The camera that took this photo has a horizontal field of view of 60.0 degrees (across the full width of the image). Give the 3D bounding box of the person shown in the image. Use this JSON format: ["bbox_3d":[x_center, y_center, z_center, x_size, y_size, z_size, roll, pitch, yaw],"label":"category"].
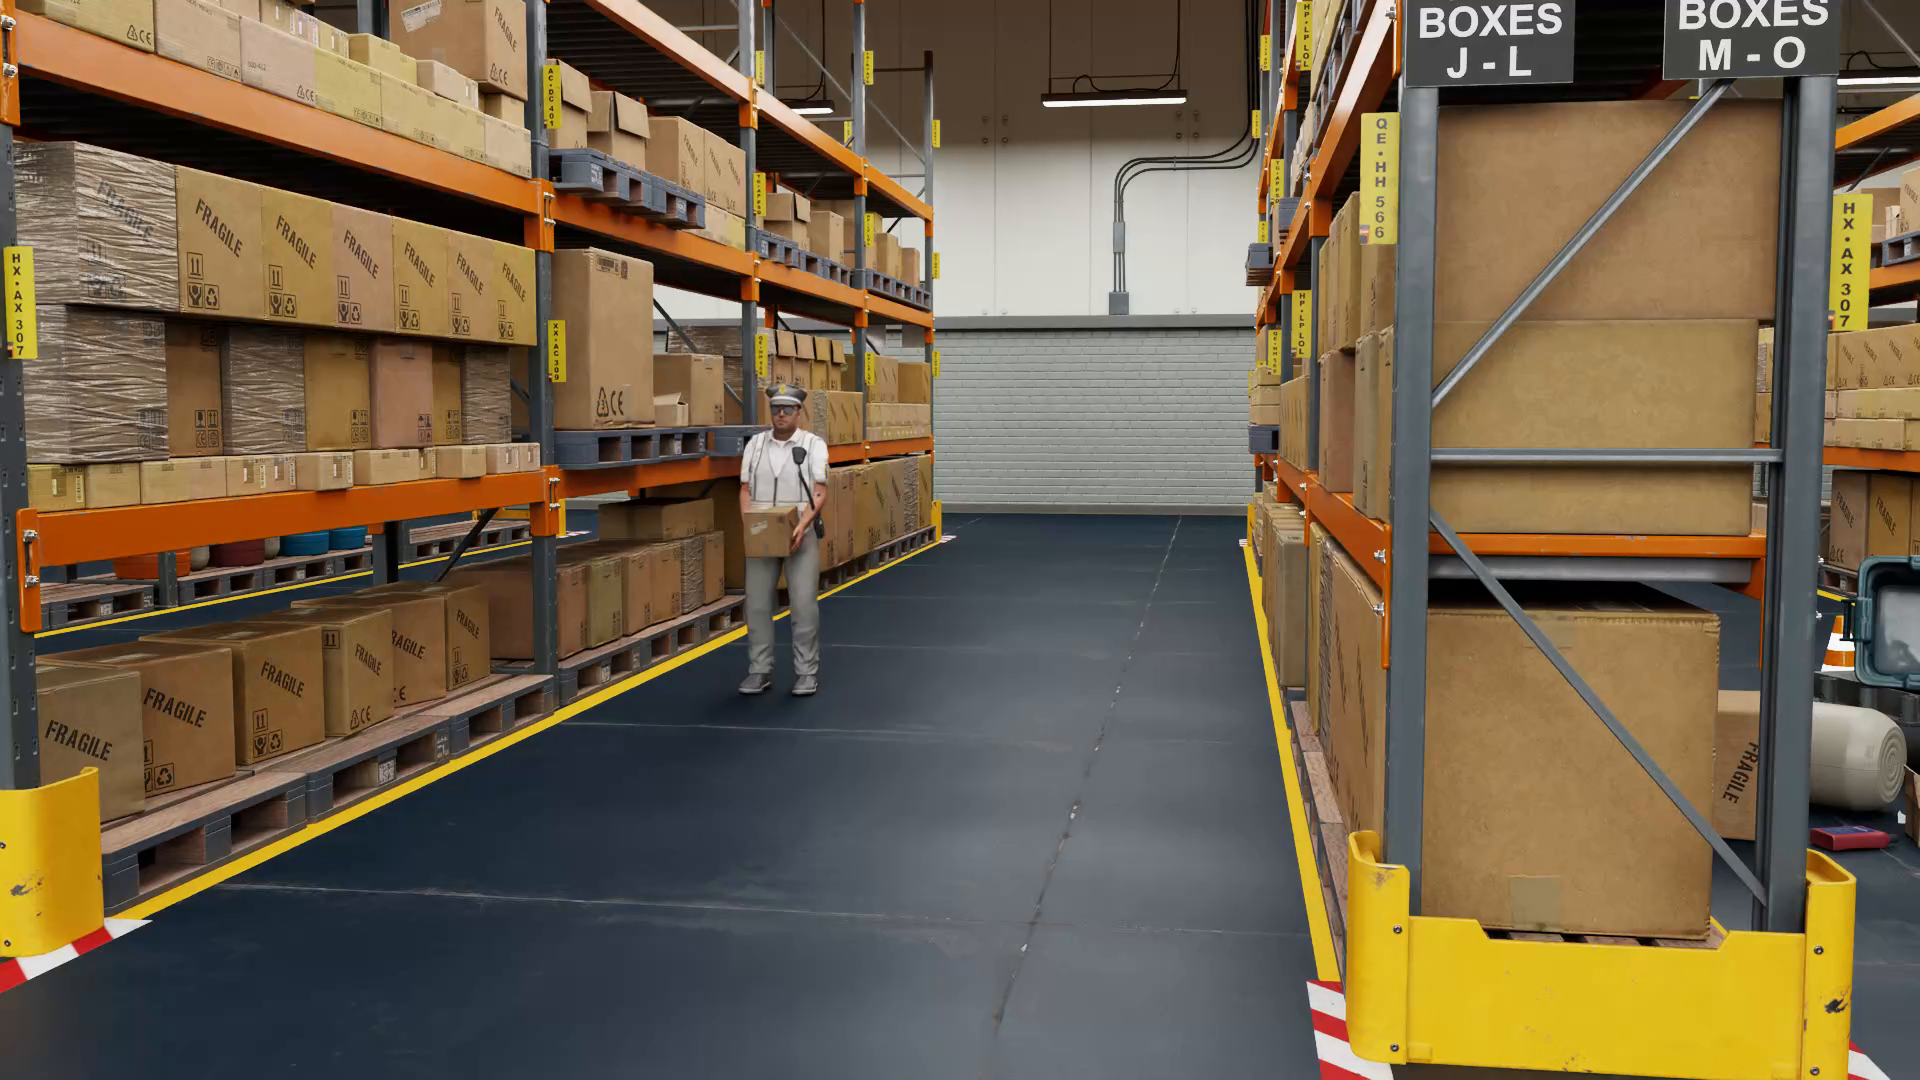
[{"bbox_3d":[-1.006,0.001,9.586,0.600,1.747,0.446,0,4,5],"label":"person"}]
